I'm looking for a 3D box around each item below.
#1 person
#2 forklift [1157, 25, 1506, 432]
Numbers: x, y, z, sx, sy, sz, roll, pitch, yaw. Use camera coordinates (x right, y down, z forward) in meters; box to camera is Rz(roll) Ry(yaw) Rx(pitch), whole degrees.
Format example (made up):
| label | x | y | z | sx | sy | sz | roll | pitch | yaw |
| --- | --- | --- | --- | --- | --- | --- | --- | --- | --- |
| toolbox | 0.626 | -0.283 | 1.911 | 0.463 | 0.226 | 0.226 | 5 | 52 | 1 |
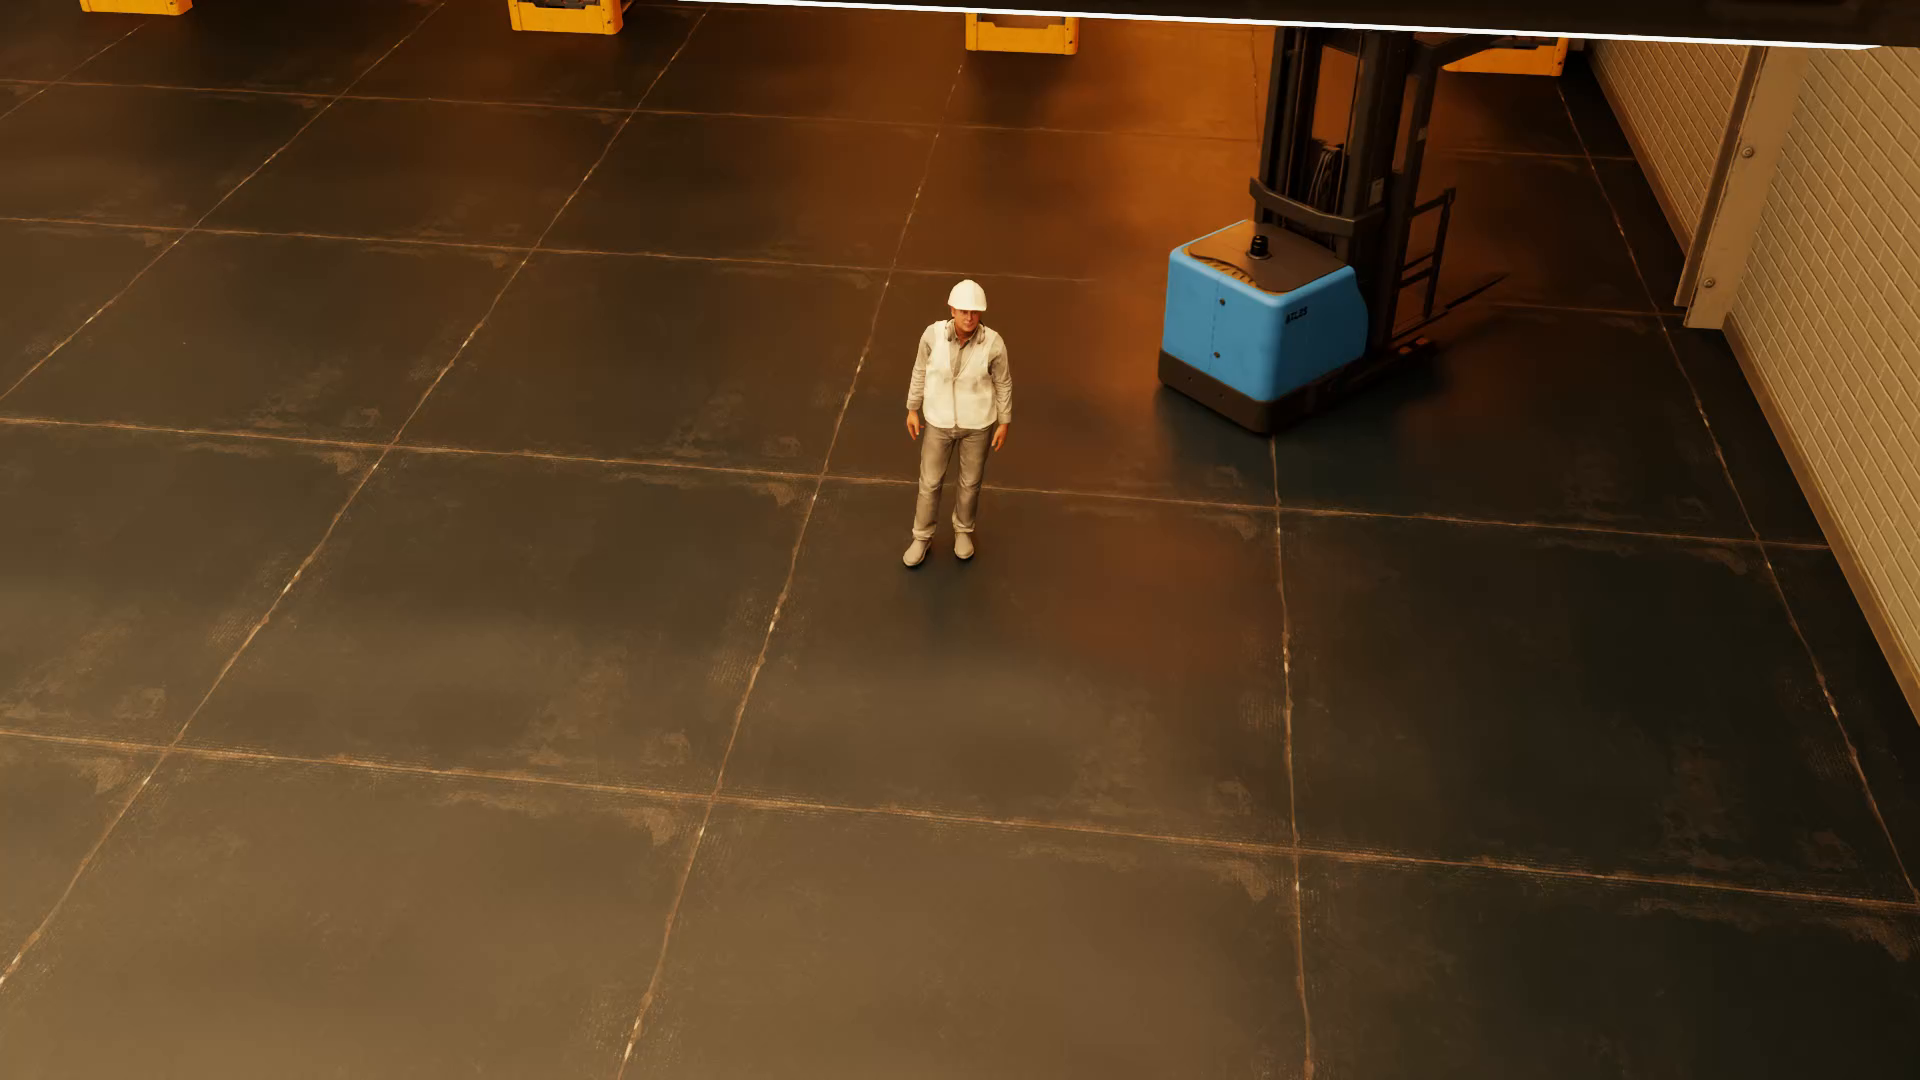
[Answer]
| label | x | y | z | sx | sy | sz | roll | pitch | yaw |
| --- | --- | --- | --- | --- | --- | --- | --- | --- | --- |
| person | -0.015 | -0.684 | 9.920 | 0.633 | 1.774 | 0.568 | 4 | 37 | 6 |
| forklift | 2.876 | -2.646 | 11.620 | 3.031 | 2.935 | 1.130 | -26 | 44 | -31 |
